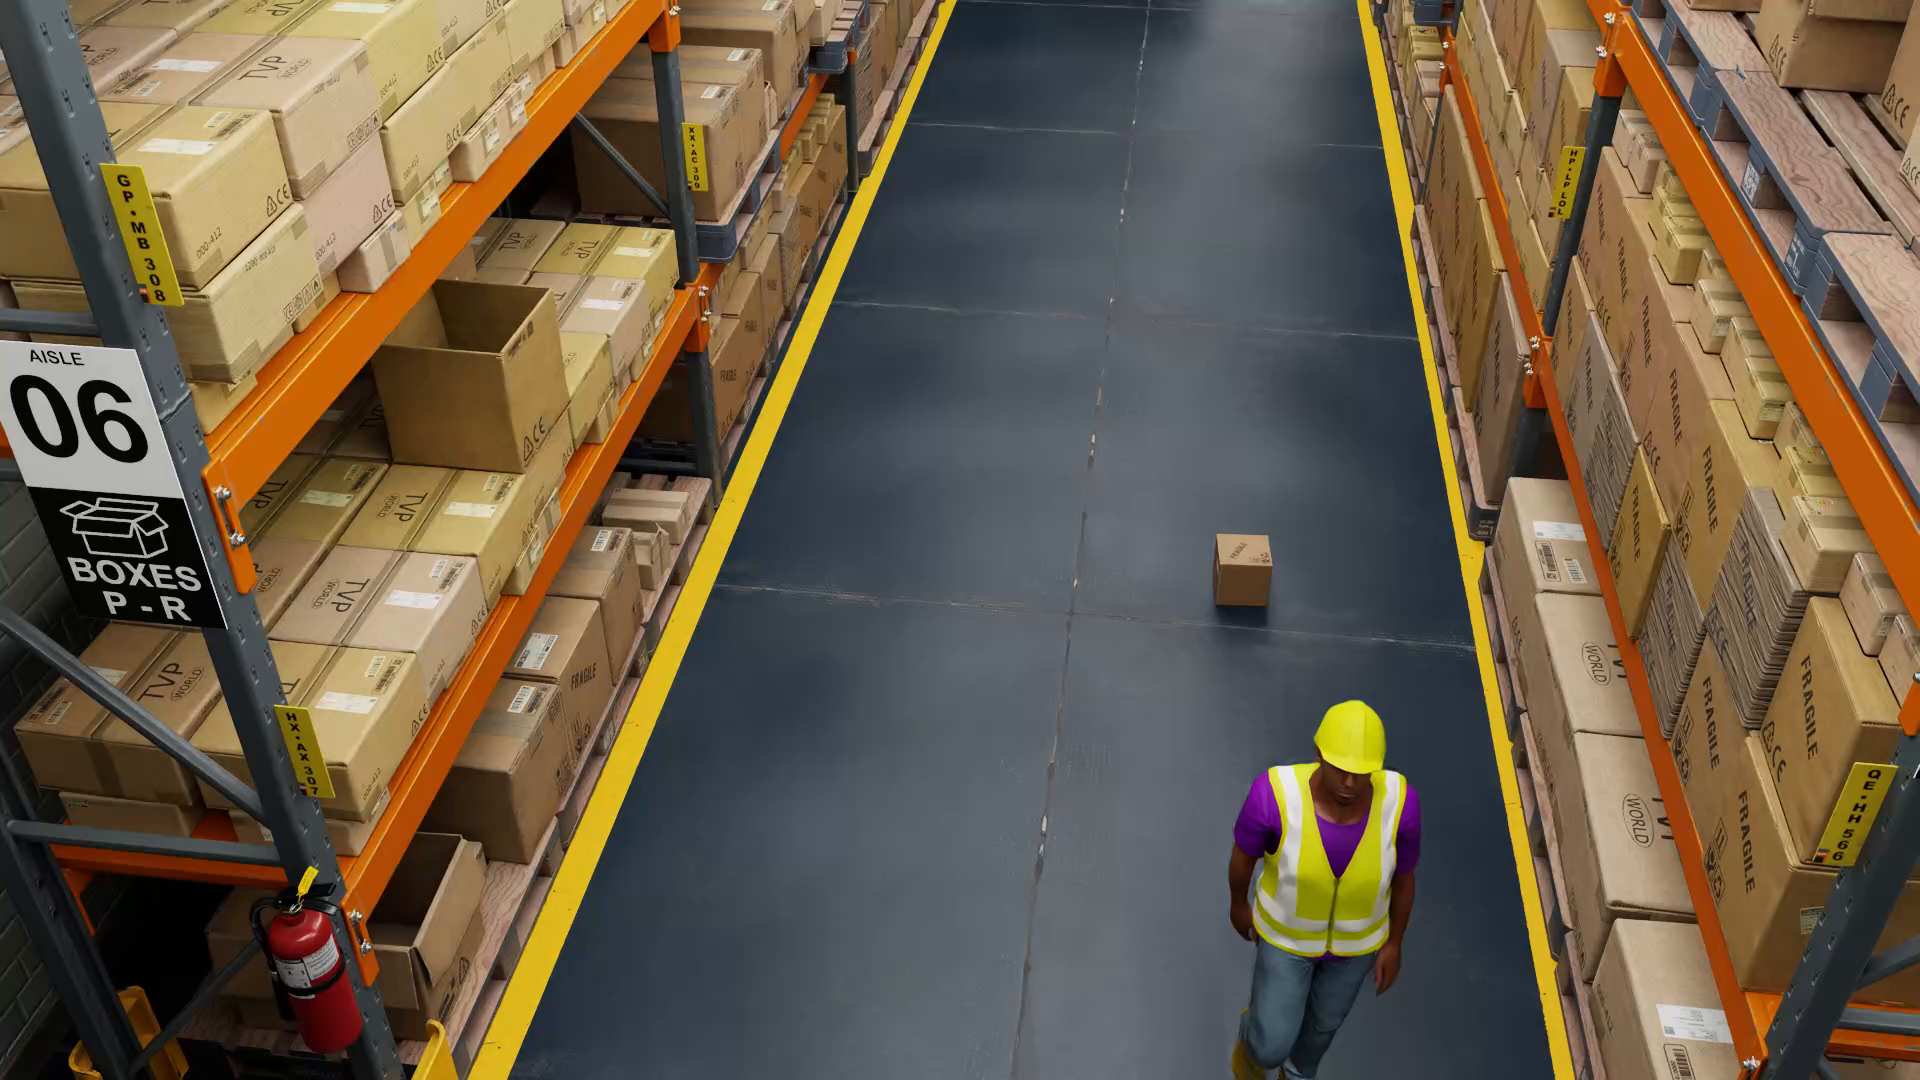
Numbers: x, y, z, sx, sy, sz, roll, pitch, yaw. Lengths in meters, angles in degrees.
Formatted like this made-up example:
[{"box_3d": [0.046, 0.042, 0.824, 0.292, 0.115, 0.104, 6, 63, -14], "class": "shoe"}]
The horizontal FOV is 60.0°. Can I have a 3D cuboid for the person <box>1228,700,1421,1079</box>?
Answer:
[{"box_3d": [1.134, 1.248, 5.265, 0.564, 1.766, 0.472, 0, 36, 0], "class": "person"}]
